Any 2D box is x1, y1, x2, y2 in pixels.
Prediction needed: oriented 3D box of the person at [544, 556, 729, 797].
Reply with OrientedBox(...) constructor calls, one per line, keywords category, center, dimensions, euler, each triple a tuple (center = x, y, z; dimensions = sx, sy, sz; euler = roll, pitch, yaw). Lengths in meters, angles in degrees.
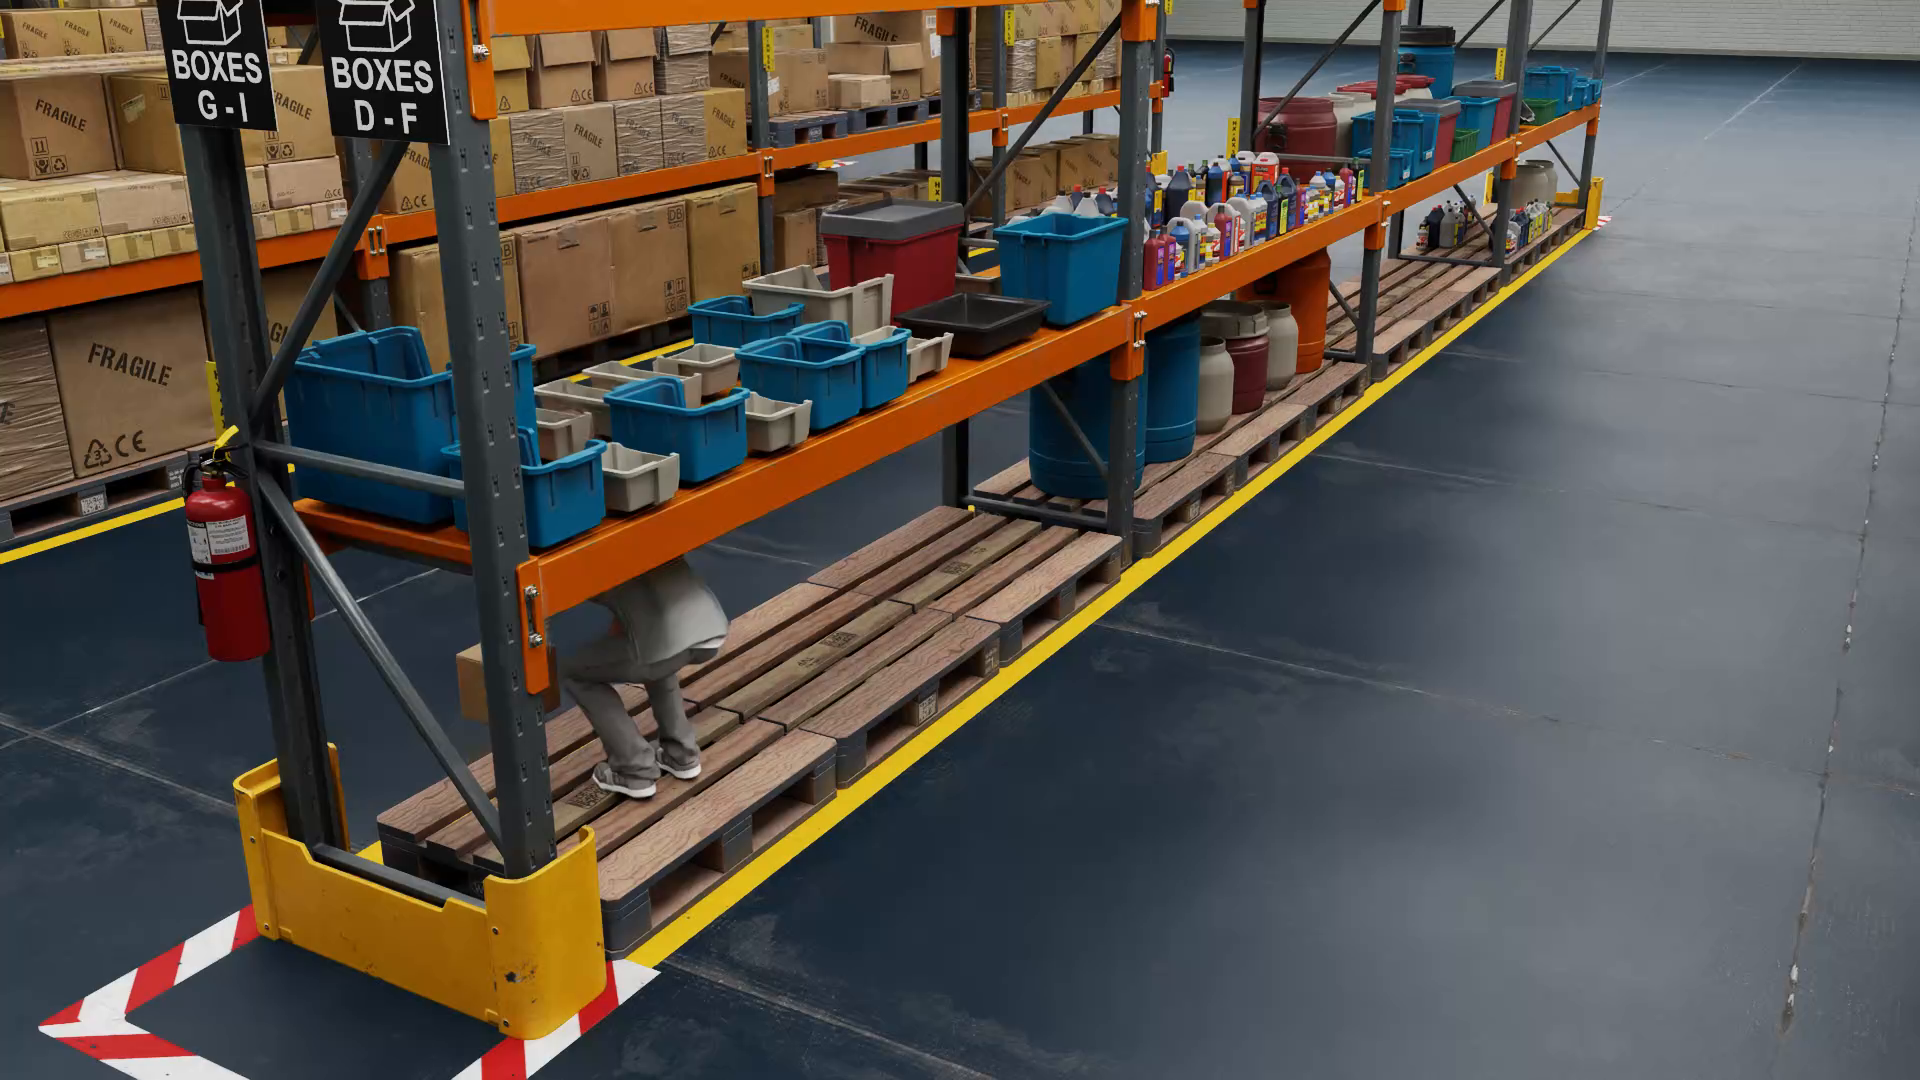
OrientedBox(category="person", center=(-1.101, 0.311, 5.424), dimensions=(0.765, 1.044, 0.454), euler=(17, 26, 39))
